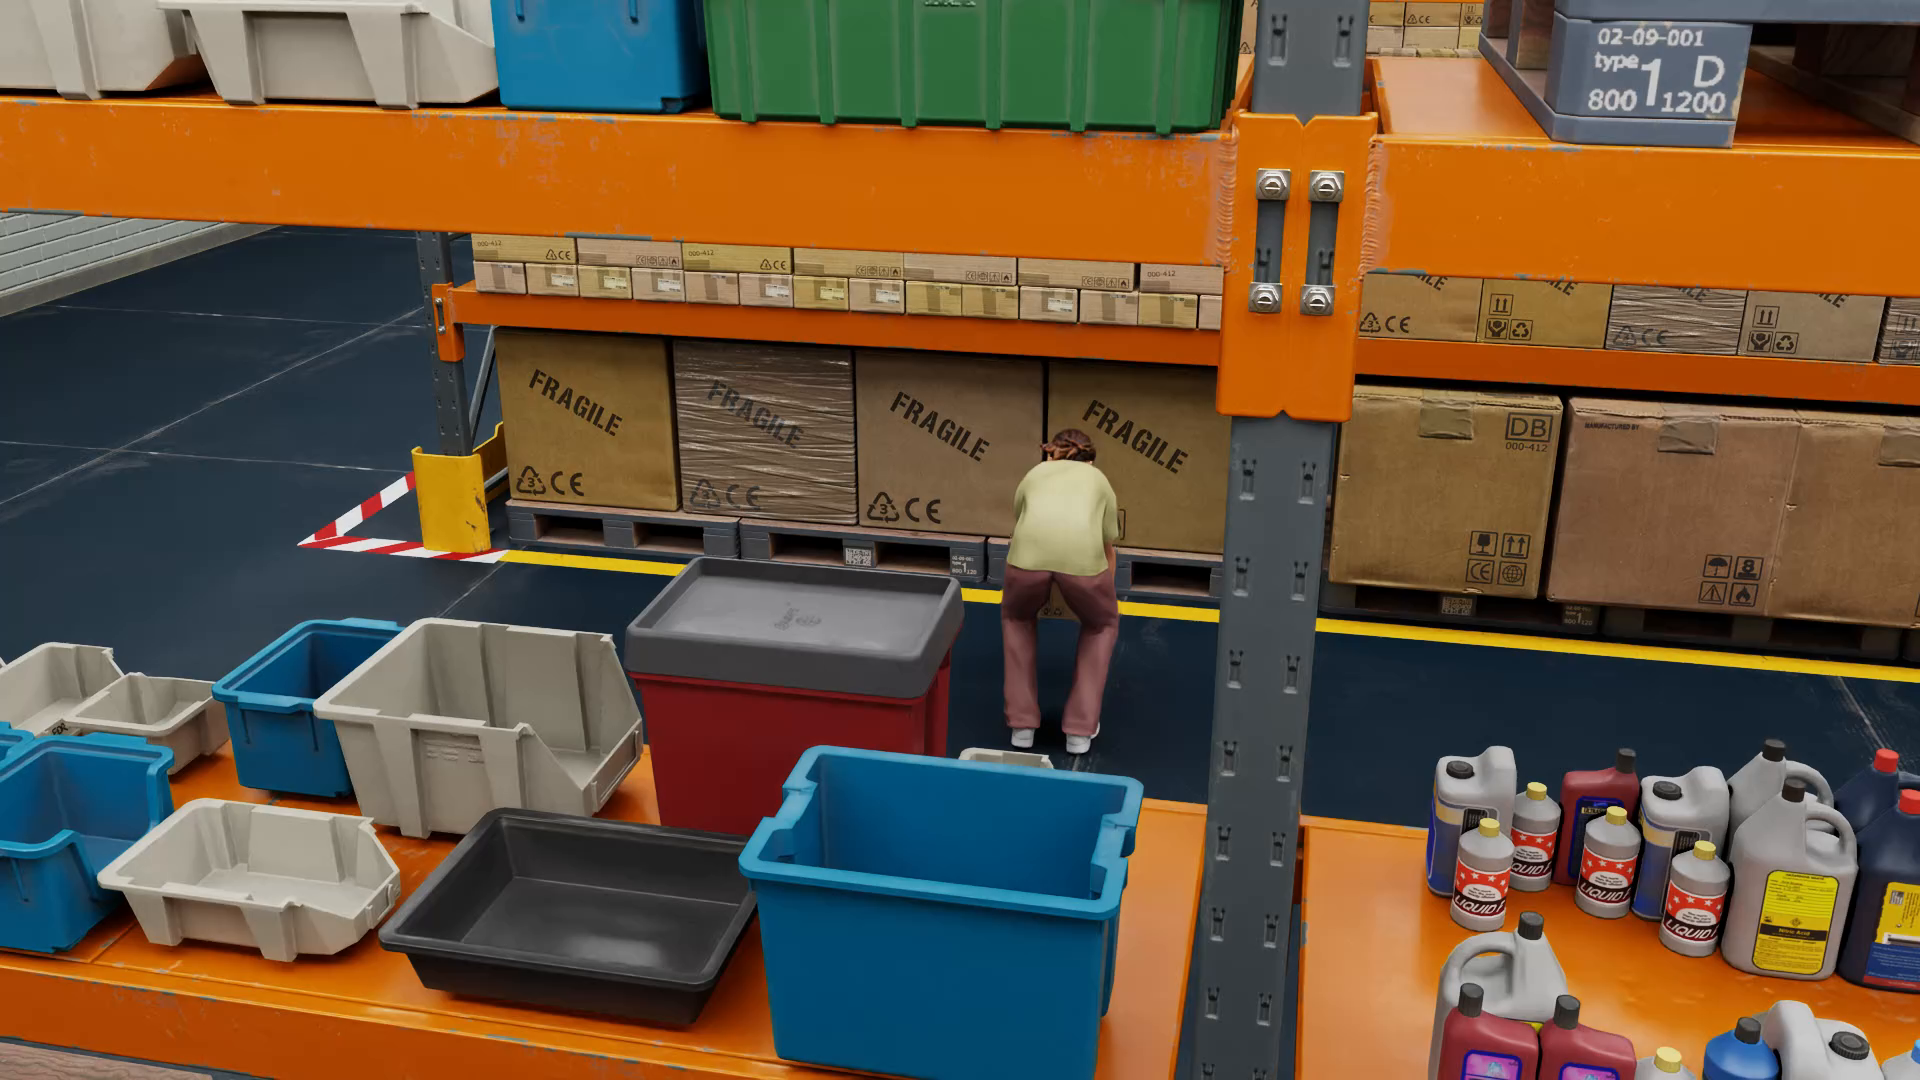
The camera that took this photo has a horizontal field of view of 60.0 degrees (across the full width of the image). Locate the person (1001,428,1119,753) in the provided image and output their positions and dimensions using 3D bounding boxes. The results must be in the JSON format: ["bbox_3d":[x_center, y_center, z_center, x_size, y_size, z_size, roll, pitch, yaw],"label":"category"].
[{"bbox_3d":[0.395,0.179,6.415,0.455,1.102,0.861,3,22,9],"label":"person"}]
